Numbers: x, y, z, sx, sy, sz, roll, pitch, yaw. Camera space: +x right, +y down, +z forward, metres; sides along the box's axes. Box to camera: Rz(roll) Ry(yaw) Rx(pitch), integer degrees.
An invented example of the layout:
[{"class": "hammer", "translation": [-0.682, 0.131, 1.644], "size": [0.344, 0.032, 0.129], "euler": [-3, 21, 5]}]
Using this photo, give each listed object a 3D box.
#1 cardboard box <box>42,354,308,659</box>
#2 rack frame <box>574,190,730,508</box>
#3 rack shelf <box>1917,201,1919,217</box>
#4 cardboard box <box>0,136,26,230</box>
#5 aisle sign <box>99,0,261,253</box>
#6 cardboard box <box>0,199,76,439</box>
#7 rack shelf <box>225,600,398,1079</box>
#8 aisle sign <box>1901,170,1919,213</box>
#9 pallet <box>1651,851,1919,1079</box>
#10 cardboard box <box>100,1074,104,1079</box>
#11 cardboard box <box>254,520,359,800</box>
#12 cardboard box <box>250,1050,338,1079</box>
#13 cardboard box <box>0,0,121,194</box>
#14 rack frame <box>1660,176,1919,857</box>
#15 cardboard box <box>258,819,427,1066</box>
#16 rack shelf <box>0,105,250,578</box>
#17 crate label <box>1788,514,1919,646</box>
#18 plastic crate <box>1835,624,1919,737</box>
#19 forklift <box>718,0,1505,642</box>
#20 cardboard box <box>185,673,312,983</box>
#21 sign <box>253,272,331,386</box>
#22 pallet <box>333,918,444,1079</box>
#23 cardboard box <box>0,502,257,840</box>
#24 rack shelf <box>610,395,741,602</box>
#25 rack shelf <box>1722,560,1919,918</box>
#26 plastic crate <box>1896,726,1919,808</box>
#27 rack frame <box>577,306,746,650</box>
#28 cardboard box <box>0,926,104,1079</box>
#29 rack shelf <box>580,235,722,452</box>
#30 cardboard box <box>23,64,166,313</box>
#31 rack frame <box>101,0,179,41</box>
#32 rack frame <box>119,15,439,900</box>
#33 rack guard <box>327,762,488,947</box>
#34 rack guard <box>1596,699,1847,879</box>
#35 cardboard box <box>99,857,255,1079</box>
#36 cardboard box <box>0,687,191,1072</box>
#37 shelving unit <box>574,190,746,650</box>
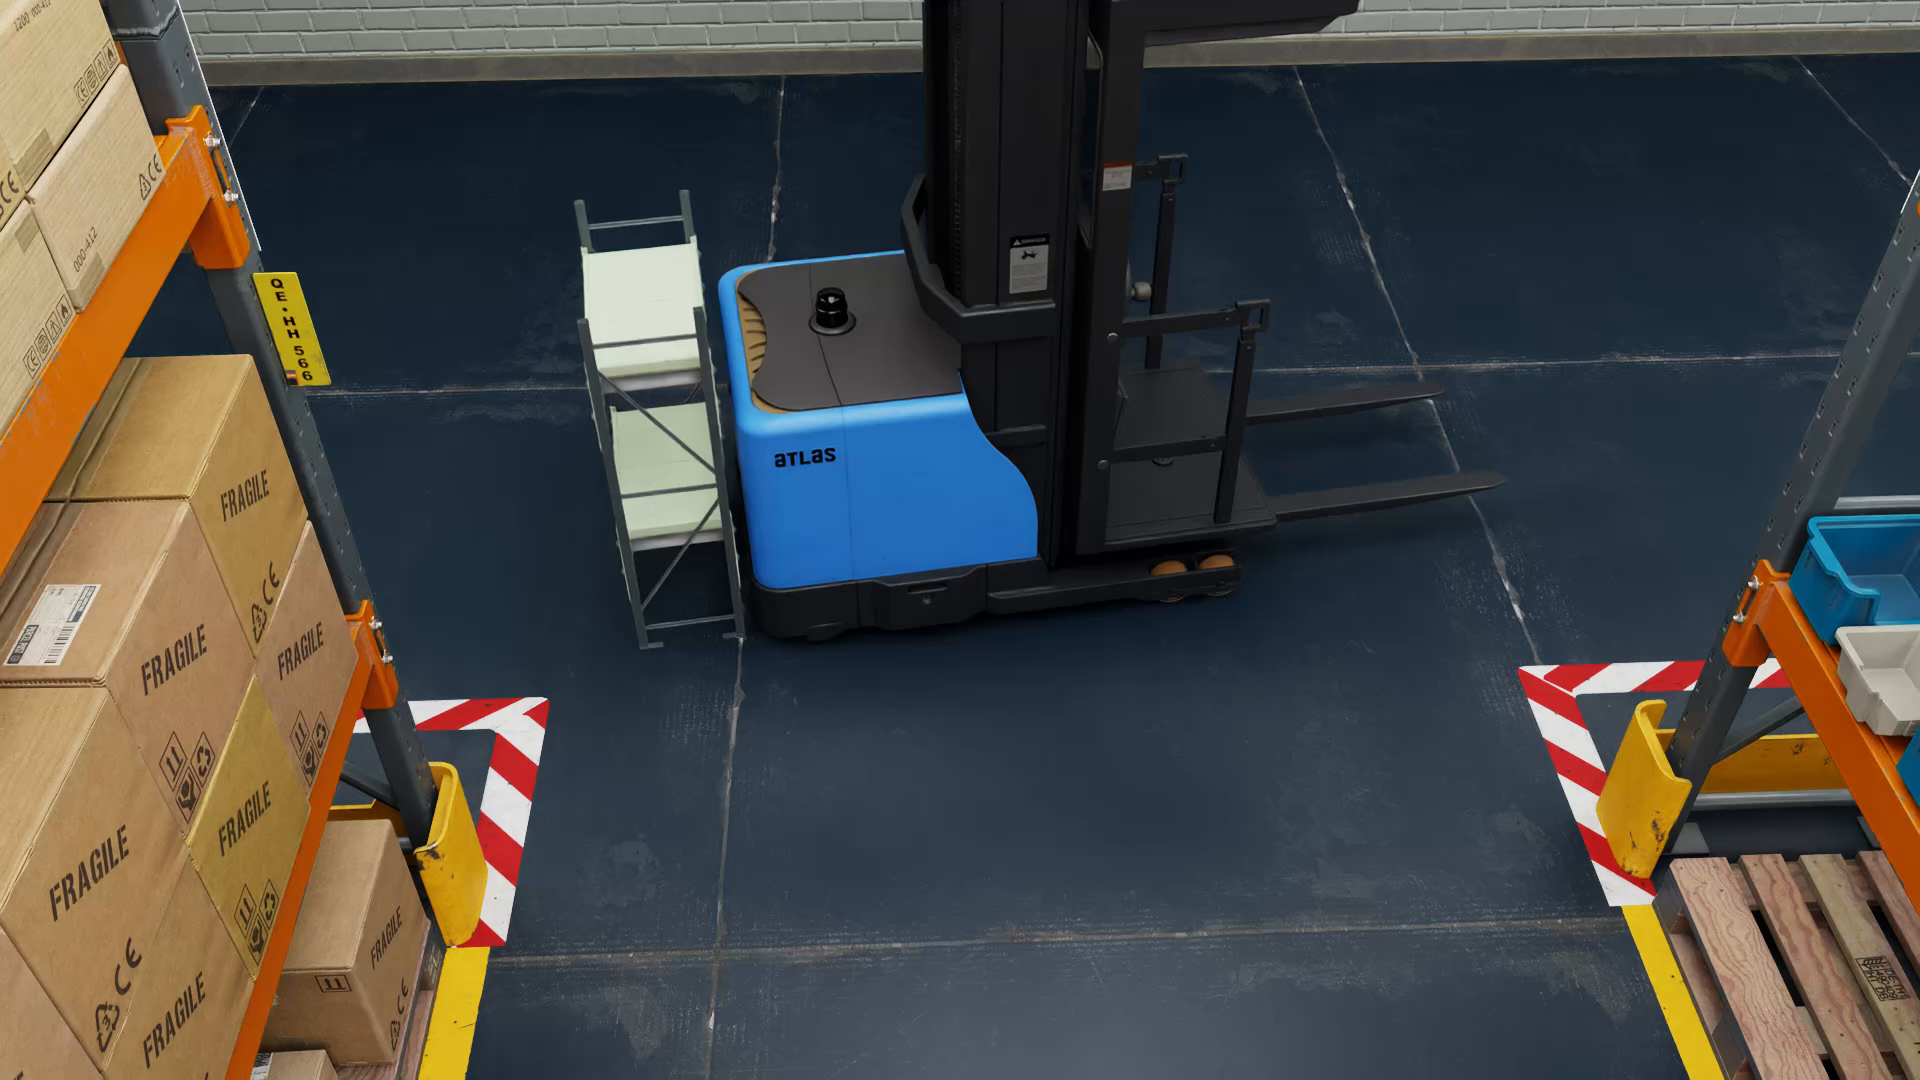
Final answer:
[{"class": "cardboard box", "translation": [-1.861, -0.069, 3.792], "size": [0.500, 0.500, 0.500], "euler": [-2, 43, -2]}, {"class": "rack frame", "translation": [-1.152, -0.654, 6.352], "size": [0.400, 1.500, 0.023], "euler": [-7, 43, -8]}, {"class": "rack shelf", "translation": [2.879, 0.414, 2.391], "size": [1.077, 0.370, 4.000], "euler": [-2, 43, -2]}, {"class": "cardboard box", "translation": [-1.857, -0.514, 2.612], "size": [0.500, 0.250, 0.500], "euler": [-2, 43, -2]}, {"class": "aisle sign", "translation": [-1.852, -0.969, 3.664], "size": [0.394, 0.787, 0.004], "euler": [-2, 43, -2]}, {"class": "cardboard box", "translation": [-1.859, -0.330, 2.781], "size": [0.500, 0.250, 0.500], "euler": [-2, 43, -2]}, {"class": "rack shelf", "translation": [-2.070, 1.659, 3.252], "size": [1.077, 0.370, 4.000], "euler": [-2, 43, -2]}, {"class": "aisle sign", "translation": [2.495, -1.094, 3.800], "size": [0.394, 0.787, 0.004], "euler": [-2, 43, -2]}, {"class": "pallet", "translation": [2.791, 1.490, 4.968], "size": [1.003, 0.211, 1.213], "euler": [-2, 43, -2]}, {"class": "cardboard box", "translation": [-1.801, 1.329, 3.007], "size": [0.500, 0.500, 0.500], "euler": [-2, 43, -2]}, {"class": "cardboard box", "translation": [-1.864, 0.301, 4.127], "size": [0.500, 0.500, 0.500], "euler": [0, 43, 0]}, {"class": "cardboard box", "translation": [-1.958, 1.562, 4.597], "size": [0.380, 0.166, 0.250], "euler": [-2, 43, -2]}, {"class": "cardboard box", "translation": [-1.878, -0.852, 2.980], "size": [0.500, 0.250, 0.500], "euler": [-2, 43, -2]}, {"class": "rack frame", "translation": [2.794, -0.096, 4.635], "size": [1.000, 3.000, 0.127], "euler": [-2, 43, -2]}, {"class": "cardboard box", "translation": [-1.885, 1.163, 4.786], "size": [0.500, 0.500, 0.500], "euler": [-2, 43, -2]}, {"class": "rack shelf", "translation": [-2.070, 0.553, 2.239], "size": [1.077, 0.370, 4.000], "euler": [-2, 43, -2]}, {"class": "crate label", "translation": [2.476, 0.120, 4.479], "size": [0.416, 0.233, 0.303], "euler": [-2, 43, -2]}, {"class": "plastic crate", "translation": [2.407, 0.374, 4.273], "size": [0.250, 0.136, 0.298], "euler": [-2, 43, -2]}, {"class": "forklift", "translation": [0.640, -1.183, 5.871], "size": [3.031, 2.935, 1.130], "euler": [-7, 43, -8]}, {"class": "cardboard box", "translation": [-1.838, 0.652, 3.745], "size": [0.500, 0.500, 0.500], "euler": [-1, 43, -1]}, {"class": "sign", "translation": [-1.599, -0.502, 3.987], "size": [0.100, 0.325, 0.005], "euler": [-2, 43, -2]}, {"class": "pallet", "translation": [-2.117, 1.661, 4.782], "size": [1.003, 0.211, 1.213], "euler": [-2, 43, -2]}, {"class": "cardboard box", "translation": [-1.839, 0.272, 3.420], "size": [0.500, 0.500, 0.500], "euler": [-1, 43, -1]}, {"class": "rack shelf", "translation": [-1.084, -0.171, 6.308], "size": [0.431, 0.370, 0.720], "euler": [-7, 43, -8]}, {"class": "rack shelf", "translation": [2.879, 1.519, 3.405], "size": [1.077, 0.370, 4.000], "euler": [-2, 43, -2]}, {"class": "plastic crate", "translation": [2.504, 0.564, 3.994], "size": [0.416, 0.233, 0.300], "euler": [-2, 43, -2]}, {"class": "rack frame", "translation": [-1.018, -0.168, 5.822], "size": [0.400, 1.500, 0.023], "euler": [-7, 43, -8]}, {"class": "cardboard box", "translation": [-1.790, 0.968, 2.660], "size": [0.500, 0.500, 0.500], "euler": [0, 43, 0]}, {"class": "rack shelf", "translation": [-1.086, -0.698, 5.823], "size": [0.431, 0.370, 0.720], "euler": [-7, 43, -8]}, {"class": "cardboard box", "translation": [-1.869, -0.667, 3.149], "size": [0.500, 0.250, 0.500], "euler": [-2, 43, -2]}, {"class": "rack frame", "translation": [-2.155, -2.168, 2.455], "size": [1.000, 3.000, 0.127], "euler": [-2, 43, -2]}, {"class": "rack frame", "translation": [-2.155, 0.044, 4.482], "size": [1.000, 3.000, 0.127], "euler": [-2, 43, -2]}, {"class": "rack guard", "translation": [-2.151, 1.016, 5.271], "size": [1.175, 0.500, 0.348], "euler": [-2, 43, -2]}, {"class": "rack guard", "translation": [2.780, 0.810, 5.497], "size": [1.175, 0.500, 0.348], "euler": [-2, 43, -2]}, {"class": "cardboard box", "translation": [-1.822, 0.989, 3.378], "size": [0.500, 0.500, 0.500], "euler": [-1, 43, -1]}, {"class": "cardboard box", "translation": [-1.812, 0.622, 3.038], "size": [0.500, 0.500, 0.500], "euler": [-1, 43, -1]}, {"class": "shelving unit", "translation": [-1.085, -0.411, 6.087], "size": [0.431, 1.500, 0.755], "euler": [-7, 43, -8]}]
